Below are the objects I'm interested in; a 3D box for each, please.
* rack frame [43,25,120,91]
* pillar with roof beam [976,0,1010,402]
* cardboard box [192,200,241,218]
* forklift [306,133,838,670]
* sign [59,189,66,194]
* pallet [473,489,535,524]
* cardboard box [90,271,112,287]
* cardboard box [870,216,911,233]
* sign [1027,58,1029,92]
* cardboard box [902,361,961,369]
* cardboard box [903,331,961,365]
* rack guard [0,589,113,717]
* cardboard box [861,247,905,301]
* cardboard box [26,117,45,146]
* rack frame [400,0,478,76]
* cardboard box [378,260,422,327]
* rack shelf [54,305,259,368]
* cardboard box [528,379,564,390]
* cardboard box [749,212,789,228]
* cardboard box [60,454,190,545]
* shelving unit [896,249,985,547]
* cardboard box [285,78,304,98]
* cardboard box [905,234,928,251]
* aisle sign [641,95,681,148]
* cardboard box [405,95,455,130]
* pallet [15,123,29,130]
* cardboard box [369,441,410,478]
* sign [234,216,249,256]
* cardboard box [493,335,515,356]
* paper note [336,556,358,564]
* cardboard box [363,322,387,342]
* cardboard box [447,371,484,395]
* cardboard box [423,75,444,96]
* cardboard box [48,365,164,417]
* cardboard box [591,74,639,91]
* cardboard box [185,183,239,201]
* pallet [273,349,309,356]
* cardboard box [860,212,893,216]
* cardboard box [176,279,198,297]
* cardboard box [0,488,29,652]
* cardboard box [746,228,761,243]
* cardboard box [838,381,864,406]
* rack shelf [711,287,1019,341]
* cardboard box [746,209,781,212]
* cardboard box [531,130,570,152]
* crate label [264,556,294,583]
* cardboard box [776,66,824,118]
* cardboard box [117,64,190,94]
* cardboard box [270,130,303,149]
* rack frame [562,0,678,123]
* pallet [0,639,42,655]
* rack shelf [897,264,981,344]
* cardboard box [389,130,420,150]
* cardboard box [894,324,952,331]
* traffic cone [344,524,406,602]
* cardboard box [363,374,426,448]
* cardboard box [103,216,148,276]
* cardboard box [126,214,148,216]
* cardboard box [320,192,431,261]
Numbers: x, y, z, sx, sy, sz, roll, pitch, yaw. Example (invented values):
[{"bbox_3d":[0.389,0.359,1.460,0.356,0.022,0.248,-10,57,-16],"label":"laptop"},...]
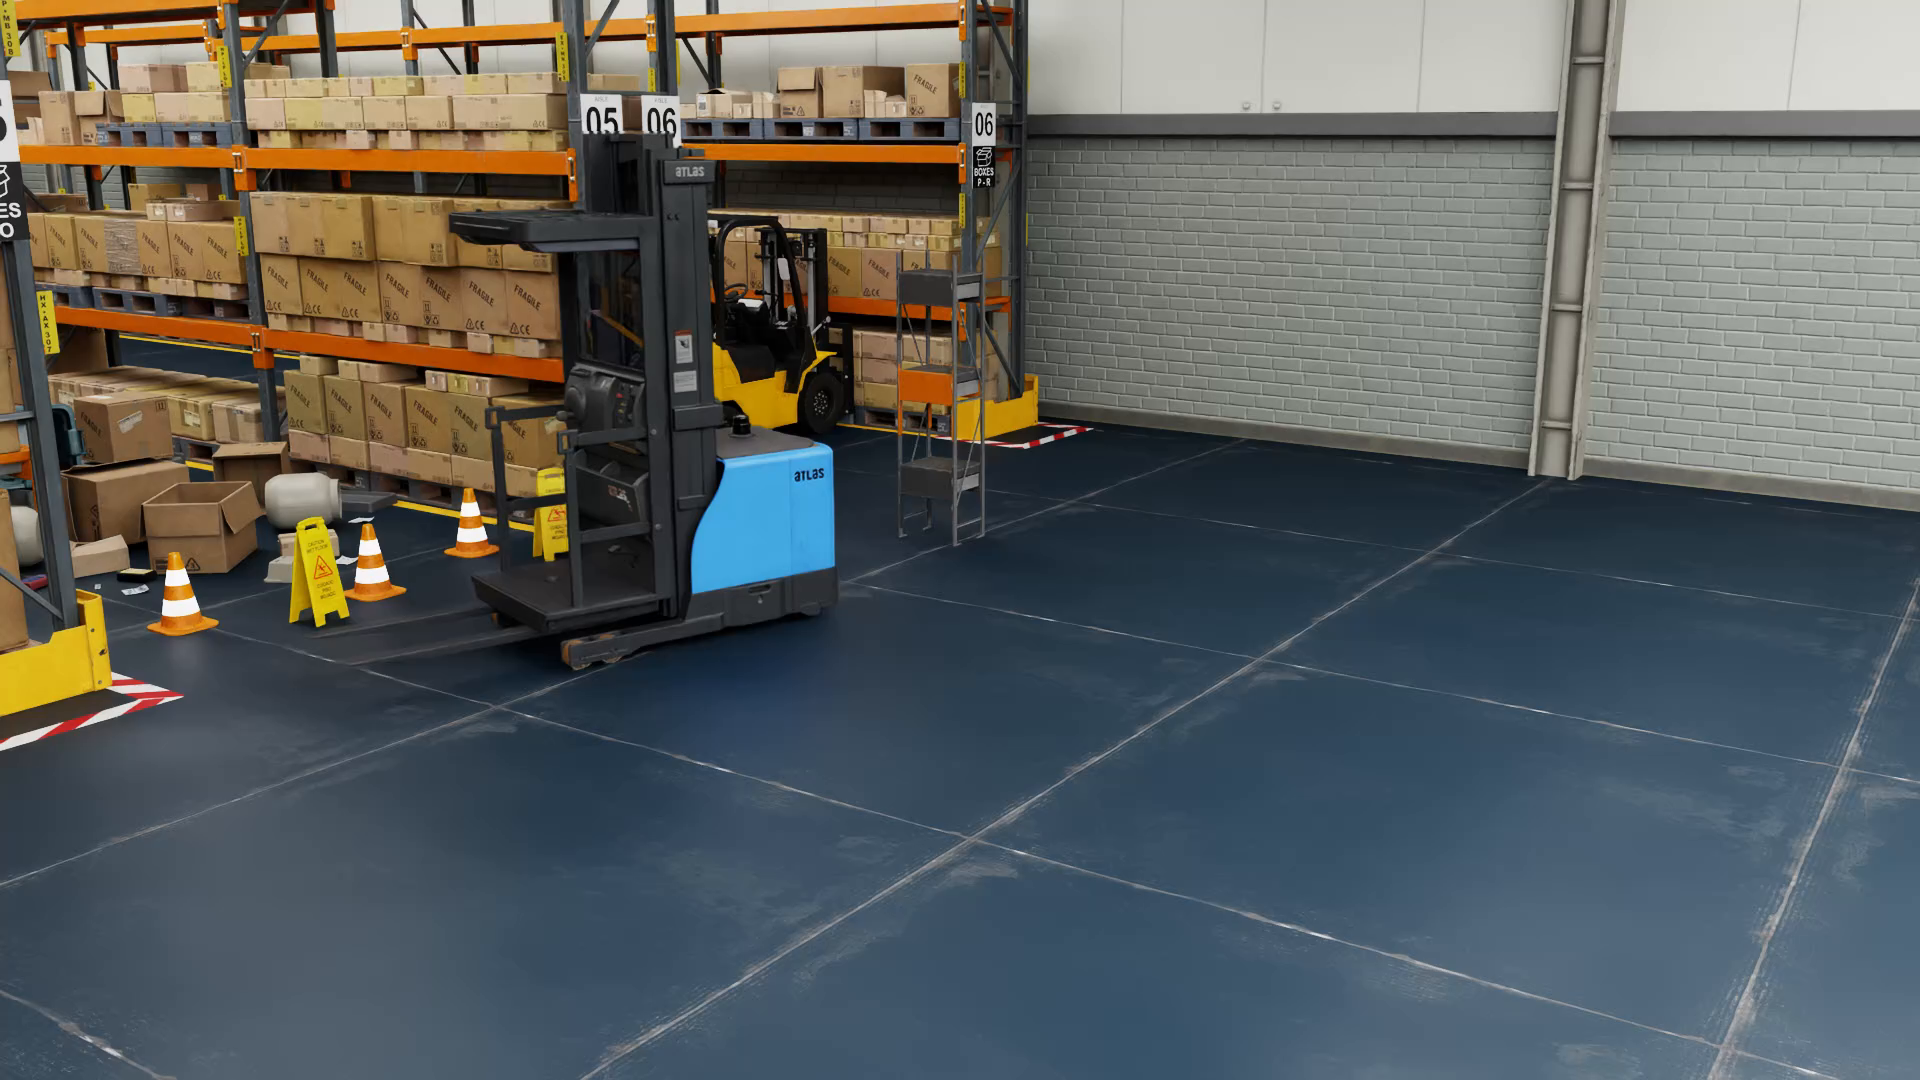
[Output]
[{"bbox_3d":[-12.938,-7.620,24.380,0.127,3.000,1.000,9,17,33],"label":"rack frame"},{"bbox_3d":[-2.139,-4.889,13.347,0.400,9.000,9.100,9,17,33],"label":"pillar with roof beam"},{"bbox_3d":[-6.900,-3.079,15.469,0.250,0.149,0.380,10,17,36],"label":"cardboard box"},{"bbox_3d":[-2.240,-0.835,9.596,3.031,2.935,1.130,-11,17,-37],"label":"forklift"},{"bbox_3d":[-13.241,-5.020,24.559,0.005,0.325,0.100,9,17,33],"label":"sign"},{"bbox_3d":[-3.147,-0.345,13.277,1.213,0.211,1.003,9,17,33],"label":"pallet"},{"bbox_3d":[-8.024,-2.498,15.821,0.250,0.149,0.380,10,17,36],"label":"cardboard box"},{"bbox_3d":[-0.696,-3.181,16.754,0.250,0.149,0.380,9,17,33],"label":"cardboard box"},{"bbox_3d":[0.653,-4.591,16.401,0.005,0.325,0.100,9,17,33],"label":"sign"},{"bbox_3d":[-0.240,-1.677,16.664,0.500,0.250,0.500,9,16,32],"label":"cardboard box"},{"bbox_3d":[-0.218,-1.917,16.591,0.500,0.250,0.500,10,17,35],"label":"cardboard box"},{"bbox_3d":[-5.088,0.645,8.678,0.348,0.500,1.175,9,17,33],"label":"rack guard"},{"bbox_3d":[-0.642,-2.696,16.764,0.500,0.500,0.500,10,17,35],"label":"cardboard box"},{"bbox_3d":[-8.689,-3.926,15.976,0.258,0.266,0.396,9,17,33],"label":"cardboard box"},{"bbox_3d":[-6.300,-6.547,20.046,0.127,3.000,1.000,9,17,33],"label":"rack frame"},{"bbox_3d":[-4.269,-1.991,13.295,0.500,0.500,0.500,9,17,33],"label":"cardboard box"},{"bbox_3d":[-7.408,-2.028,15.769,4.000,0.370,1.077,9,17,33],"label":"rack shelf"},{"bbox_3d":[-3.401,-1.041,13.574,0.500,0.500,0.500,8,16,31],"label":"cardboard box"},{"bbox_3d":[-2.011,-3.371,17.521,0.250,0.149,0.380,9,16,32],"label":"cardboard box"},{"bbox_3d":[-6.080,-0.281,12.128,0.503,0.637,0.797,9,17,33],"label":"cardboard box"},{"bbox_3d":[-0.137,-1.041,12.161,0.503,2.100,0.431,9,17,33],"label":"shelving unit"},{"bbox_3d":[-5.223,-3.656,13.472,0.250,0.149,0.380,9,16,31],"label":"cardboard box"},{"bbox_3d":[-0.335,-2.945,16.419,0.250,0.149,0.380,9,17,34],"label":"cardboard box"},{"bbox_3d":[-2.205,-2.888,12.336,0.004,0.787,0.394,9,17,33],"label":"aisle sign"},{"bbox_3d":[-3.854,-3.251,12.665,0.500,0.250,0.500,10,17,34],"label":"cardboard box"},{"bbox_3d":[-9.631,-4.085,16.735,1.003,0.211,1.213,10,17,35],"label":"pallet"},{"bbox_3d":[-4.518,-0.705,13.777,0.500,0.250,0.500,9,16,32],"label":"cardboard box"},{"bbox_3d":[-6.055,-2.560,14.011,0.005,0.325,0.100,9,17,33],"label":"sign"},{"bbox_3d":[-3.332,-1.508,12.697,0.250,0.149,0.380,9,16,32],"label":"cardboard box"},{"bbox_3d":[-4.324,0.139,11.698,0.142,0.019,0.148,3,14,14],"label":"paper note"},{"bbox_3d":[-4.610,-1.707,13.500,0.250,0.149,0.380,9,17,33],"label":"cardboard box"},{"bbox_3d":[-3.788,-1.246,13.052,0.250,0.149,0.380,10,17,34],"label":"cardboard box"},{"bbox_3d":[-3.872,-3.472,12.726,0.250,0.149,0.380,9,16,31],"label":"cardboard box"},{"bbox_3d":[-8.604,-1.496,16.718,0.625,0.372,0.950,8,16,29],"label":"cardboard box"},{"bbox_3d":[-2.610,-3.382,12.363,0.250,0.149,0.380,9,17,32],"label":"cardboard box"},{"bbox_3d":[-10.707,-4.860,23.847,0.500,0.500,0.500,9,16,31],"label":"cardboard box"},{"bbox_3d":[-8.923,-2.717,22.858,1.213,0.211,1.003,9,17,33],"label":"pallet"},{"bbox_3d":[-0.839,-3.354,17.452,0.250,0.149,0.380,9,16,31],"label":"cardboard box"},{"bbox_3d":[-6.772,-2.271,14.903,0.250,0.149,0.380,9,16,32],"label":"cardboard box"},{"bbox_3d":[-5.708,0.178,8.910,0.875,0.875,0.875,9,17,33],"label":"cardboard box"},{"bbox_3d":[-2.036,-3.220,17.531,0.250,0.149,0.380,9,17,32],"label":"cardboard box"},{"bbox_3d":[-1.046,-1.569,17.268,0.500,0.250,0.500,9,17,33],"label":"cardboard box"},{"bbox_3d":[-1.322,-2.482,17.602,4.000,0.370,1.077,9,17,33],"label":"rack shelf"},{"bbox_3d":[-2.135,-3.549,18.242,0.250,0.149,0.380,9,17,32],"label":"cardboard box"},{"bbox_3d":[-2.881,-2.899,12.070,0.250,0.149,0.380,9,17,33],"label":"cardboard box"},{"bbox_3d":[-4.530,0.191,11.268,0.298,0.136,0.250,1,14,4],"label":"crate label"},{"bbox_3d":[-1.424,-4.575,17.024,0.637,0.503,0.797,10,17,35],"label":"cardboard box"},{"bbox_3d":[-7.159,-4.123,14.893,0.500,0.250,0.500,10,17,34],"label":"cardboard box"},{"bbox_3d":[-5.442,-3.305,13.714,0.250,0.149,0.380,9,17,33],"label":"cardboard box"},{"bbox_3d":[-2.429,-4.484,11.712,0.127,3.000,1.000,9,17,33],"label":"rack frame"},{"bbox_3d":[-5.815,0.690,9.096,1.213,0.211,1.003,9,17,33],"label":"pallet"},{"bbox_3d":[-0.137,-1.708,11.996,0.480,0.518,0.431,9,17,33],"label":"rack shelf"},{"bbox_3d":[-4.181,-3.096,12.866,0.250,0.149,0.380,9,16,32],"label":"cardboard box"},{"bbox_3d":[-0.372,-2.085,17.273,0.500,0.250,0.500,9,17,33],"label":"cardboard box"},{"bbox_3d":[-3.843,0.126,10.853,0.334,0.463,0.336,9,17,33],"label":"traffic cone"},{"bbox_3d":[-4.529,-1.070,13.689,0.500,0.500,0.500,10,17,36],"label":"cardboard box"},{"bbox_3d":[-7.532,-2.728,15.402,0.500,0.500,0.500,8,16,31],"label":"cardboard box"},{"bbox_3d":[-7.680,-2.902,16.102,0.500,0.500,0.500,8,16,29],"label":"cardboard box"},{"bbox_3d":[-4.691,-2.539,13.430,0.500,0.500,0.700,9,16,32],"label":"cardboard box"}]
